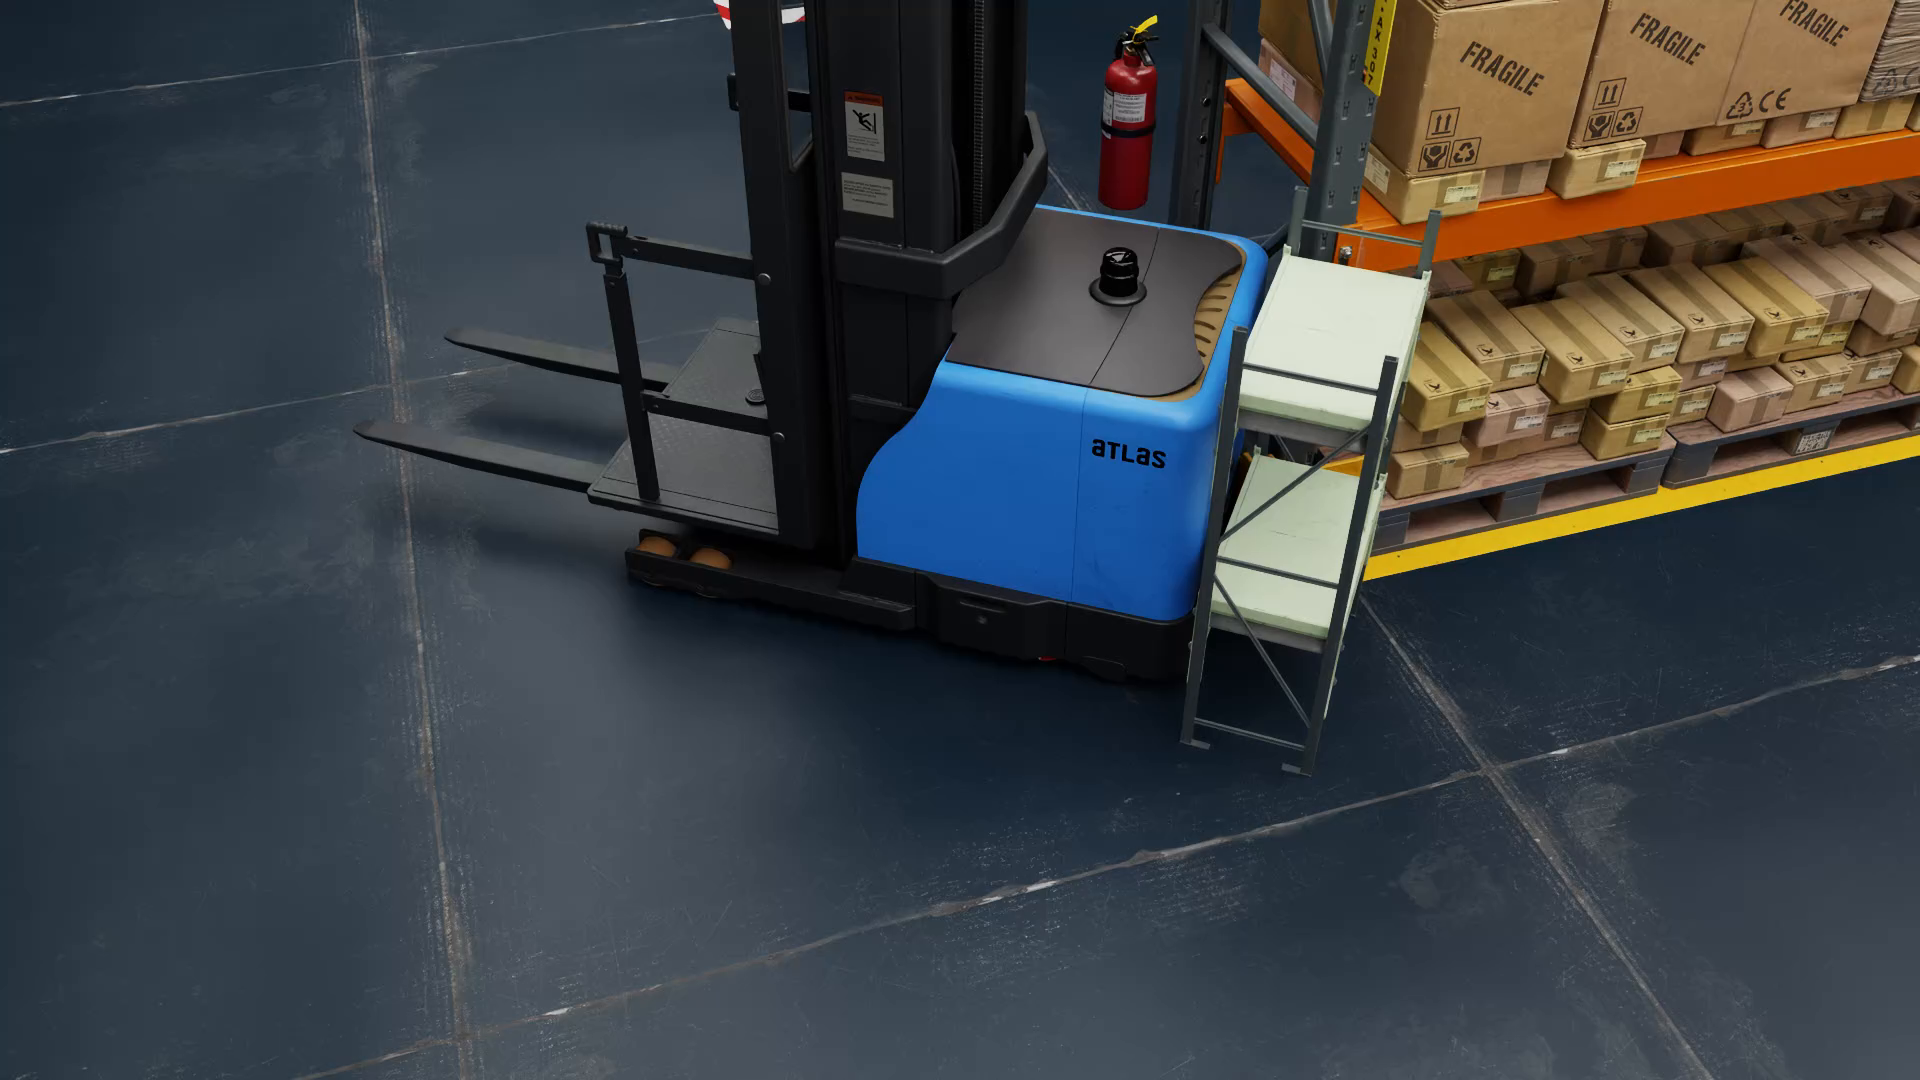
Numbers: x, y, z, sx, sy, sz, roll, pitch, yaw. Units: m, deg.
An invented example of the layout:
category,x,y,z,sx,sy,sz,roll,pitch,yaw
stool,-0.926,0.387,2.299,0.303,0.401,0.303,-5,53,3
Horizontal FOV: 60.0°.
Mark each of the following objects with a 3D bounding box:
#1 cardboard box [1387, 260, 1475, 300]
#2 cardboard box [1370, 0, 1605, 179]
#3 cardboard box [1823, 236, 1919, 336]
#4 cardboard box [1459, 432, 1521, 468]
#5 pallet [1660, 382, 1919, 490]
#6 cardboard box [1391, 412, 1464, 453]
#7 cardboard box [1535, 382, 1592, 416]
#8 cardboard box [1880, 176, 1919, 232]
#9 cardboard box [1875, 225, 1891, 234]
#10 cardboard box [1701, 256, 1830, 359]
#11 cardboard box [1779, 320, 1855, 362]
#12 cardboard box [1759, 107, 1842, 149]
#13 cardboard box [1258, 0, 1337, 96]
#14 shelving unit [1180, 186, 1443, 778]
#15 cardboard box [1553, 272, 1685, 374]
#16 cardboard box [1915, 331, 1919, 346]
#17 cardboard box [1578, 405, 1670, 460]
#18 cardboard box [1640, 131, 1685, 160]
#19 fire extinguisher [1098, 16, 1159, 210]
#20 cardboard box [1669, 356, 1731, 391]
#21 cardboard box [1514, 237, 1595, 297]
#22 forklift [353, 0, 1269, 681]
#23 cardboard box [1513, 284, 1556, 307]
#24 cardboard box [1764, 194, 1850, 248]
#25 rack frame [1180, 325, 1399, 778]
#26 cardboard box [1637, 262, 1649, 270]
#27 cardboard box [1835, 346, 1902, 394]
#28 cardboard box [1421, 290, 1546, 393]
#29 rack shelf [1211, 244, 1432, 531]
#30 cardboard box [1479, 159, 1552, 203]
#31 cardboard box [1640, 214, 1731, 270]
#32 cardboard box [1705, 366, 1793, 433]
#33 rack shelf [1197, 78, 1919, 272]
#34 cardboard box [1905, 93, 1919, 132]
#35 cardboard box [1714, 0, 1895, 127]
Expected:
category,x,y,z,sx,sy,sz,roll,pitch,yaw
cardboard box,1.617,-0.928,5.928,0.250,0.149,0.380,-11,42,-12
cardboard box,1.443,-1.408,4.779,0.500,0.500,0.500,-10,42,-11
cardboard box,3.264,-0.904,5.901,0.250,0.149,0.380,-13,43,-15
cardboard box,1.752,-0.433,5.813,0.250,0.149,0.380,-12,43,-13
pallet,2.951,-0.685,6.373,1.213,0.211,1.003,-12,42,-13
cardboard box,1.508,-0.482,5.643,0.250,0.149,0.380,-10,42,-11
cardboard box,1.993,-0.604,5.783,0.250,0.149,0.380,-11,42,-13
cardboard box,3.607,-1.340,6.399,0.250,0.149,0.380,-13,43,-14
cardboard box,3.610,-1.230,6.500,0.250,0.149,0.380,-14,43,-15
cardboard box,2.783,-0.814,5.797,0.250,0.149,0.380,-11,42,-12
cardboard box,3.002,-0.826,6.037,0.250,0.149,0.380,-10,42,-11
cardboard box,2.558,-1.409,5.273,0.250,0.149,0.380,-12,43,-14
cardboard box,1.283,-1.743,5.163,0.500,0.500,0.500,-11,42,-12
shelving unit,0.985,-0.135,4.765,0.431,1.500,0.755,14,43,15
cardboard box,2.251,-0.742,5.715,0.250,0.149,0.380,-14,43,-15
cardboard box,3.531,-0.892,6.113,0.250,0.149,0.380,-11,42,-12
cardboard box,2.264,-0.468,5.854,0.250,0.149,0.380,-11,42,-13
cardboard box,2.048,-1.339,5.194,0.250,0.149,0.380,-10,42,-11
fire extinguisher,0.553,-1.413,5.430,0.183,0.674,0.296,-12,42,-13
cardboard box,2.495,-0.699,5.892,0.250,0.149,0.380,-14,43,-15
cardboard box,2.092,-1.071,6.091,0.250,0.149,0.380,-13,43,-15
forklift,-0.597,-1.205,4.950,3.031,2.867,1.129,12,43,13
cardboard box,2.132,-0.915,6.139,0.250,0.149,0.380,-12,43,-14
cardboard box,3.105,-1.235,6.279,0.250,0.149,0.380,-13,43,-15
rack frame,0.858,0.091,4.506,0.400,1.500,0.023,14,43,15
cardboard box,2.584,-1.076,6.323,0.250,0.149,0.380,-10,42,-11
cardboard box,3.219,-0.712,6.133,0.250,0.149,0.380,-11,42,-12
cardboard box,1.760,-0.672,5.634,0.250,0.149,0.380,-11,42,-12
rack shelf,0.985,-0.429,4.508,0.431,0.370,0.720,14,43,15
cardboard box,1.569,-1.183,5.015,0.250,0.149,0.380,-10,42,-12
cardboard box,2.616,-1.141,6.172,0.250,0.149,0.380,-13,43,-14
cardboard box,2.742,-0.573,5.974,0.250,0.149,0.380,-14,43,-15
rack shelf,2.839,-1.467,5.696,4.000,0.370,1.077,-12,42,-13
cardboard box,3.075,-1.481,5.356,0.250,0.149,0.380,-11,42,-12
cardboard box,2.417,-1.618,5.020,0.500,0.500,0.500,-11,42,-12
